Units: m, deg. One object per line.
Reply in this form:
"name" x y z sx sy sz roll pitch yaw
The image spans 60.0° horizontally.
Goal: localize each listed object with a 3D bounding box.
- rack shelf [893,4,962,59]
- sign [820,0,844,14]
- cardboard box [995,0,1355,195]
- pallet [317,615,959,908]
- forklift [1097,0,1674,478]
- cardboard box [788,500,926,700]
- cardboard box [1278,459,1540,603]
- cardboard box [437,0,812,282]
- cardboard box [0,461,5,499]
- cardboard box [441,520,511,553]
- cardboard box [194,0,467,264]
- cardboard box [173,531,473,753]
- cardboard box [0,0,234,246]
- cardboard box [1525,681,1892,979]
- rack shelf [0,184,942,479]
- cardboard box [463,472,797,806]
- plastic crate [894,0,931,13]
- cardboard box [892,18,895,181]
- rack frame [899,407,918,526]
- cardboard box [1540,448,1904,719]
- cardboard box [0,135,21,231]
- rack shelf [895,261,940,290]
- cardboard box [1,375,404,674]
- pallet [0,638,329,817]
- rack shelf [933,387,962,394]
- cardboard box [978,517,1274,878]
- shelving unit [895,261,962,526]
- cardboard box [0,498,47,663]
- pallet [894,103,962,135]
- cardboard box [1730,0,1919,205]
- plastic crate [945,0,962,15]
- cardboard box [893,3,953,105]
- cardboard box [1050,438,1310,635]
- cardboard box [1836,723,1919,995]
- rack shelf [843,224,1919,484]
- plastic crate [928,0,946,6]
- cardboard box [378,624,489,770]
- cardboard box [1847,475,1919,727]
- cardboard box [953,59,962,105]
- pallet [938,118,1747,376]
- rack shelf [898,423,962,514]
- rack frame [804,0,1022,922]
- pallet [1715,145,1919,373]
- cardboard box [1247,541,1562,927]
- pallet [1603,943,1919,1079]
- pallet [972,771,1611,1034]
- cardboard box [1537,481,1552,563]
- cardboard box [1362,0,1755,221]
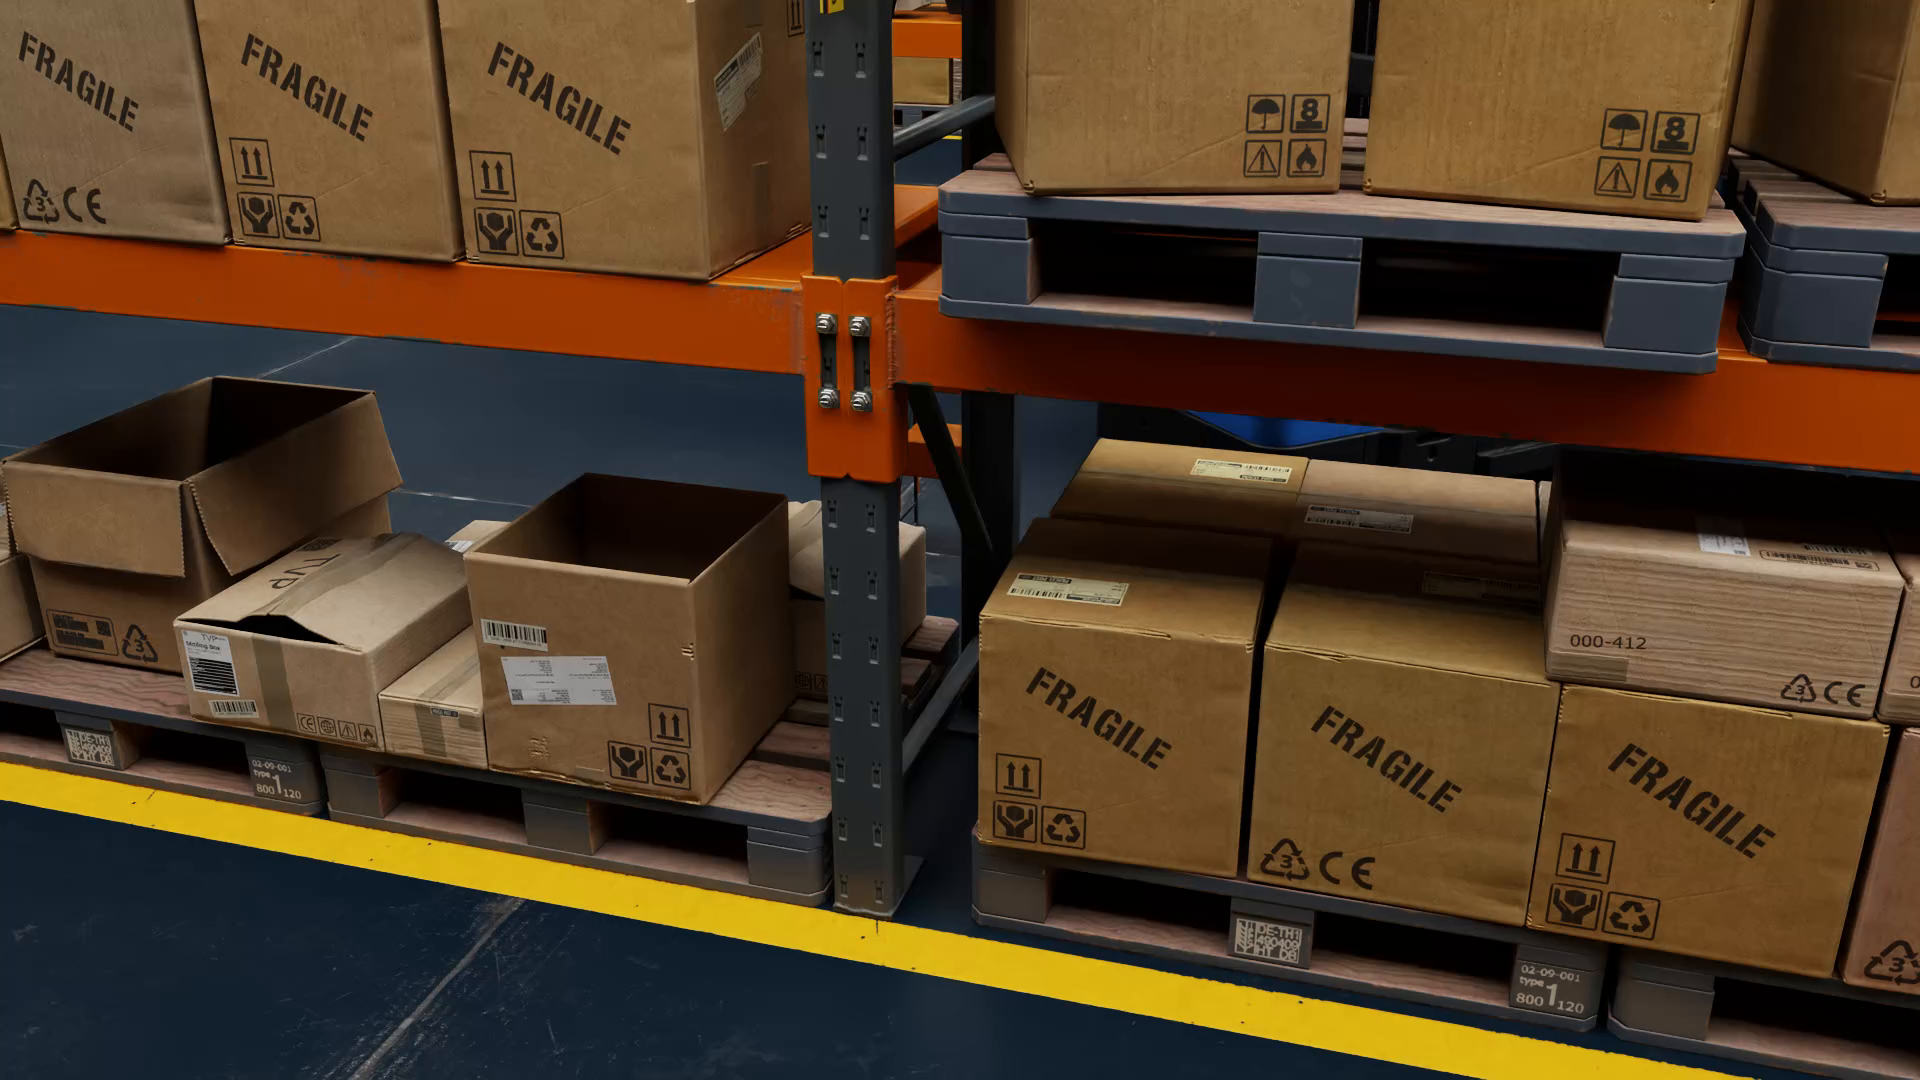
"rack shelf" -0.536 -2.485 8.325 4.000 0.370 1.077 7 23 16
"sign" -0.205 -1.002 2.620 0.005 0.325 0.100 7 23 16
"cardboard box" 0.333 -0.907 2.844 0.500 0.500 0.700 -1 22 -3
"pallet" -0.713 0.415 3.981 1.213 0.211 1.003 7 23 16
"forklift" 2.041 -1.778 5.743 3.031 2.935 1.130 -11 25 -26
"cardboard box" -0.395 0.116 3.998 0.500 0.311 0.500 7 23 16
"cardboard box" 0.971 0.160 3.640 0.500 0.500 0.500 7 23 16
"cardboard box" -0.608 -0.808 3.154 0.500 0.500 0.500 7 23 16
"cardboard box" -2.392 -0.084 4.567 0.500 0.250 0.500 7 23 16
"cardboard box" -1.226 0.092 4.247 0.250 0.166 0.380 7 23 16
"cardboard box" -1.102 -0.864 3.291 0.500 0.500 0.500 7 23 17
"cardboard box" -1.401 0.199 3.795 0.500 0.311 0.500 7 23 16
"cardboard box" -1.595 -0.919 3.426 0.500 0.500 0.500 7 23 17
"cardboard box" 1.327 0.407 3.040 0.500 0.500 0.500 7 23 16
"rack shelf" -1.970 -0.686 3.938 4.000 0.370 1.077 7 23 16
"cardboard box" -0.683 0.194 3.559 0.500 0.500 0.500 7 23 16
"plastic crate" -0.375 -2.586 7.891 0.466 0.136 0.293 7 23 16
"cardboard box" -0.465 -1.001 3.626 0.500 0.500 0.500 7 23 17
"rack frame" -0.168 -0.505 5.118 0.008 1.050 0.200 7 23 15
"cardboard box" 1.295 0.057 2.903 0.500 0.250 0.500 7 23 16
"cardboard box" -2.083 -0.974 3.560 0.500 0.500 0.500 7 23 16
"rack shelf" -0.051 -0.744 4.981 0.240 0.259 0.215 7 23 15
"cardboard box" -1.856 -0.052 4.155 0.637 0.503 0.797 7 23 16
"pallet" -1.884 0.282 4.305 1.213 0.211 1.003 7 23 16
"rack shelf" -0.051 -0.482 5.089 0.240 0.259 0.215 7 23 15
"cardboard box" 0.337 0.295 3.313 0.500 0.500 0.500 5 23 13
"shelving unit" -0.051 -0.492 5.085 0.252 1.050 0.215 7 23 15
"cardboard box" -2.489 0.103 4.111 0.500 0.250 0.500 7 23 16
"pallet" -0.232 -3.488 13.494 1.213 0.211 1.003 7 23 16
"cardboard box" 1.654 -0.869 2.751 0.500 0.500 0.700 1 22 2
"plastic crate" 0.230 -2.525 7.756 0.590 0.125 0.437 7 23 16
"cardboard box" -0.384 -4.007 13.333 0.875 0.875 0.875 7 23 16
"cardboard box" 0.500 0.103 3.780 0.500 0.500 0.500 6 23 15
"cardboard box" 1.811 0.462 2.904 0.500 0.500 0.500 6 23 14
"rack shelf" 1.859 -0.248 2.869 4.000 0.370 1.077 7 23 16
"plastic crate" -0.030 -2.806 8.236 0.530 0.282 0.437 7 23 16
"cardboard box" -1.059 0.337 3.673 0.250 0.149 0.380 7 23 16
"cardboard box" 1.775 0.112 2.770 0.500 0.250 0.500 6 23 14
"cardboard box" 0.487 -3.907 13.090 0.875 0.875 0.875 7 23 16
"pallet" 0.678 -0.584 2.993 1.213 0.211 1.003 7 23 16
"rack shelf" -0.051 -0.225 5.195 0.240 0.259 0.215 7 23 15
"rack frame" -0.055 -0.800 3.267 0.127 3.000 1.000 7 23 16
"pallet" 1.911 -0.484 2.750 1.213 0.211 1.003 7 23 16
"cardboard box" 0.851 0.349 3.180 0.500 0.500 0.500 7 23 16
"pallet" 1.906 0.699 3.288 1.213 0.211 1.003 7 23 16
"pallet" 0.734 0.566 3.612 1.213 0.211 1.003 7 23 16
"cardboard box" 1.451 0.216 3.506 0.500 0.500 0.500 7 23 16
"cardboard box" 1.010 -0.855 2.716 0.500 0.500 0.700 10 25 24
